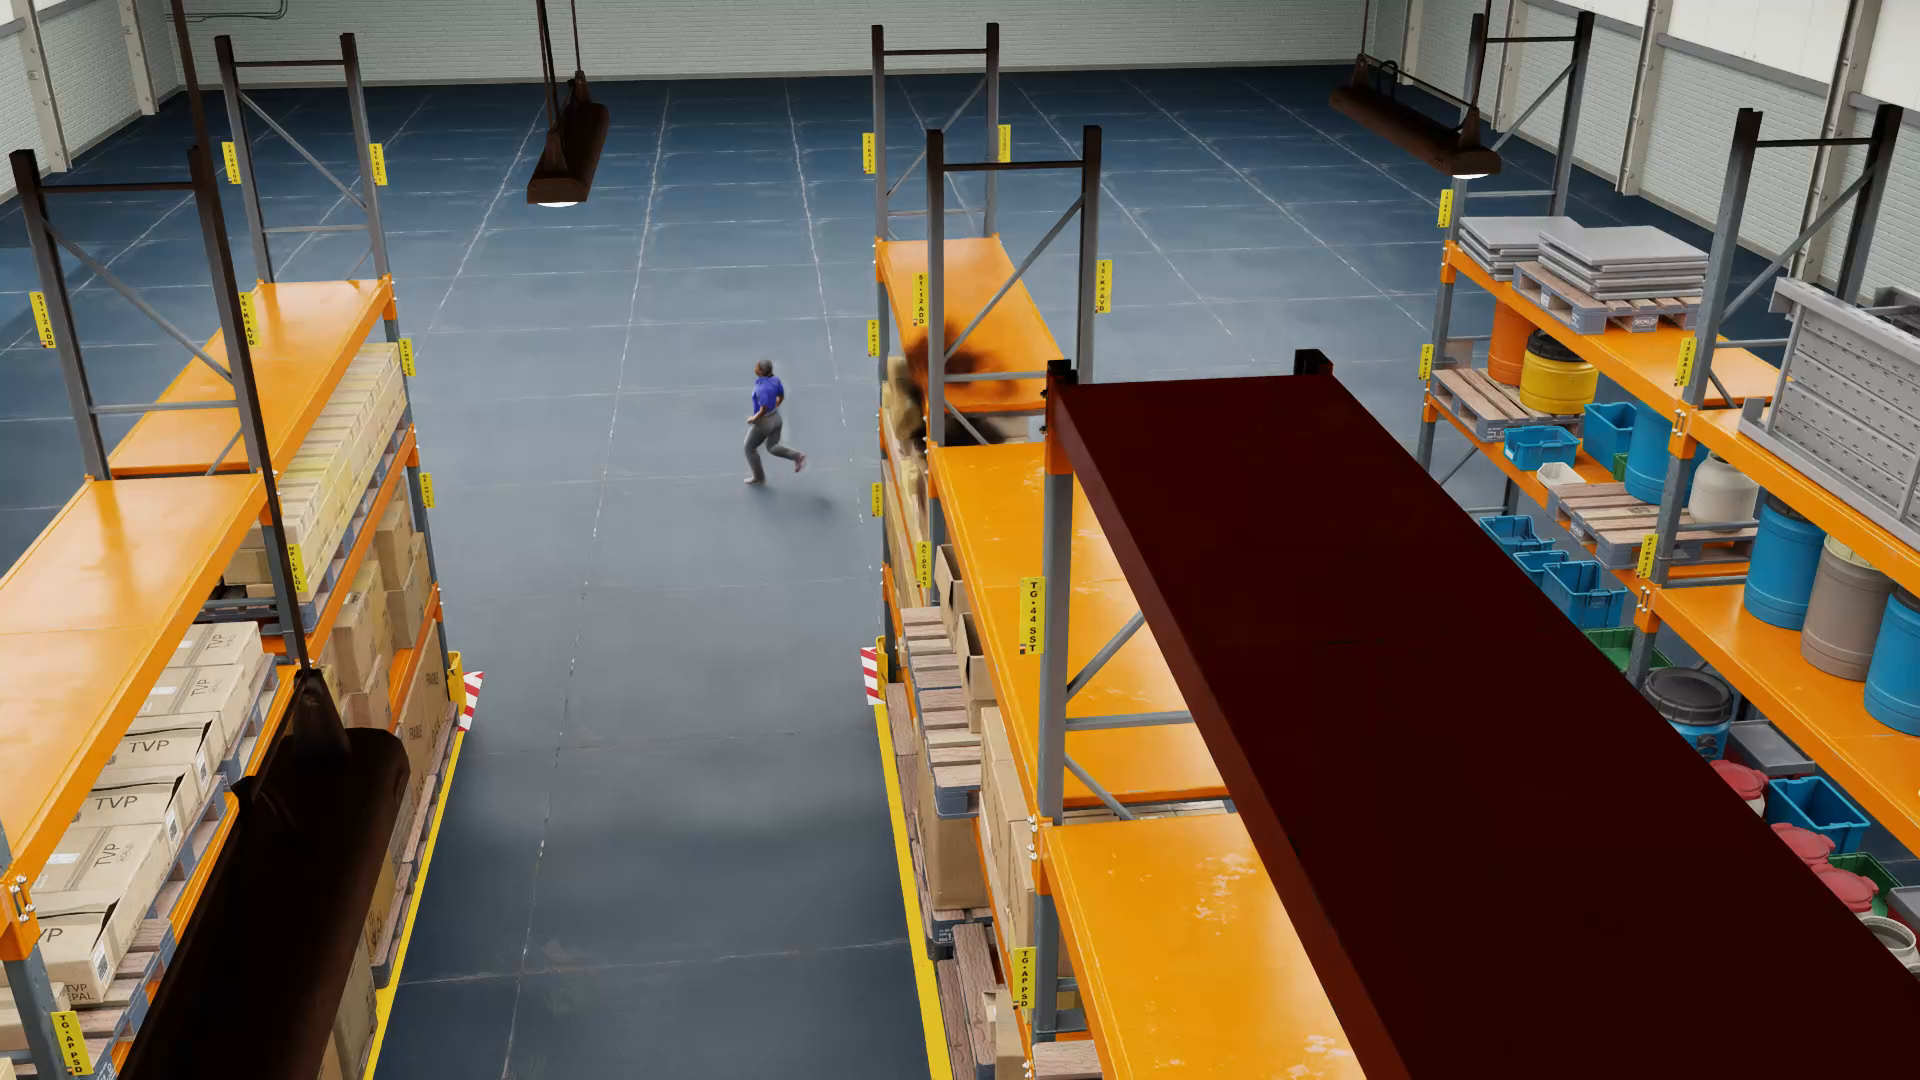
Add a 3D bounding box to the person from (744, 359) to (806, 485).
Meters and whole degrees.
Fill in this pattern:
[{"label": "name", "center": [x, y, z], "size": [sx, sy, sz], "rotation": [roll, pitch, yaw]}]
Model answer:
[{"label": "person", "center": [-2.232, -1.351, 19.524], "size": [0.803, 1.619, 0.572], "rotation": [13, 29, 26]}]
